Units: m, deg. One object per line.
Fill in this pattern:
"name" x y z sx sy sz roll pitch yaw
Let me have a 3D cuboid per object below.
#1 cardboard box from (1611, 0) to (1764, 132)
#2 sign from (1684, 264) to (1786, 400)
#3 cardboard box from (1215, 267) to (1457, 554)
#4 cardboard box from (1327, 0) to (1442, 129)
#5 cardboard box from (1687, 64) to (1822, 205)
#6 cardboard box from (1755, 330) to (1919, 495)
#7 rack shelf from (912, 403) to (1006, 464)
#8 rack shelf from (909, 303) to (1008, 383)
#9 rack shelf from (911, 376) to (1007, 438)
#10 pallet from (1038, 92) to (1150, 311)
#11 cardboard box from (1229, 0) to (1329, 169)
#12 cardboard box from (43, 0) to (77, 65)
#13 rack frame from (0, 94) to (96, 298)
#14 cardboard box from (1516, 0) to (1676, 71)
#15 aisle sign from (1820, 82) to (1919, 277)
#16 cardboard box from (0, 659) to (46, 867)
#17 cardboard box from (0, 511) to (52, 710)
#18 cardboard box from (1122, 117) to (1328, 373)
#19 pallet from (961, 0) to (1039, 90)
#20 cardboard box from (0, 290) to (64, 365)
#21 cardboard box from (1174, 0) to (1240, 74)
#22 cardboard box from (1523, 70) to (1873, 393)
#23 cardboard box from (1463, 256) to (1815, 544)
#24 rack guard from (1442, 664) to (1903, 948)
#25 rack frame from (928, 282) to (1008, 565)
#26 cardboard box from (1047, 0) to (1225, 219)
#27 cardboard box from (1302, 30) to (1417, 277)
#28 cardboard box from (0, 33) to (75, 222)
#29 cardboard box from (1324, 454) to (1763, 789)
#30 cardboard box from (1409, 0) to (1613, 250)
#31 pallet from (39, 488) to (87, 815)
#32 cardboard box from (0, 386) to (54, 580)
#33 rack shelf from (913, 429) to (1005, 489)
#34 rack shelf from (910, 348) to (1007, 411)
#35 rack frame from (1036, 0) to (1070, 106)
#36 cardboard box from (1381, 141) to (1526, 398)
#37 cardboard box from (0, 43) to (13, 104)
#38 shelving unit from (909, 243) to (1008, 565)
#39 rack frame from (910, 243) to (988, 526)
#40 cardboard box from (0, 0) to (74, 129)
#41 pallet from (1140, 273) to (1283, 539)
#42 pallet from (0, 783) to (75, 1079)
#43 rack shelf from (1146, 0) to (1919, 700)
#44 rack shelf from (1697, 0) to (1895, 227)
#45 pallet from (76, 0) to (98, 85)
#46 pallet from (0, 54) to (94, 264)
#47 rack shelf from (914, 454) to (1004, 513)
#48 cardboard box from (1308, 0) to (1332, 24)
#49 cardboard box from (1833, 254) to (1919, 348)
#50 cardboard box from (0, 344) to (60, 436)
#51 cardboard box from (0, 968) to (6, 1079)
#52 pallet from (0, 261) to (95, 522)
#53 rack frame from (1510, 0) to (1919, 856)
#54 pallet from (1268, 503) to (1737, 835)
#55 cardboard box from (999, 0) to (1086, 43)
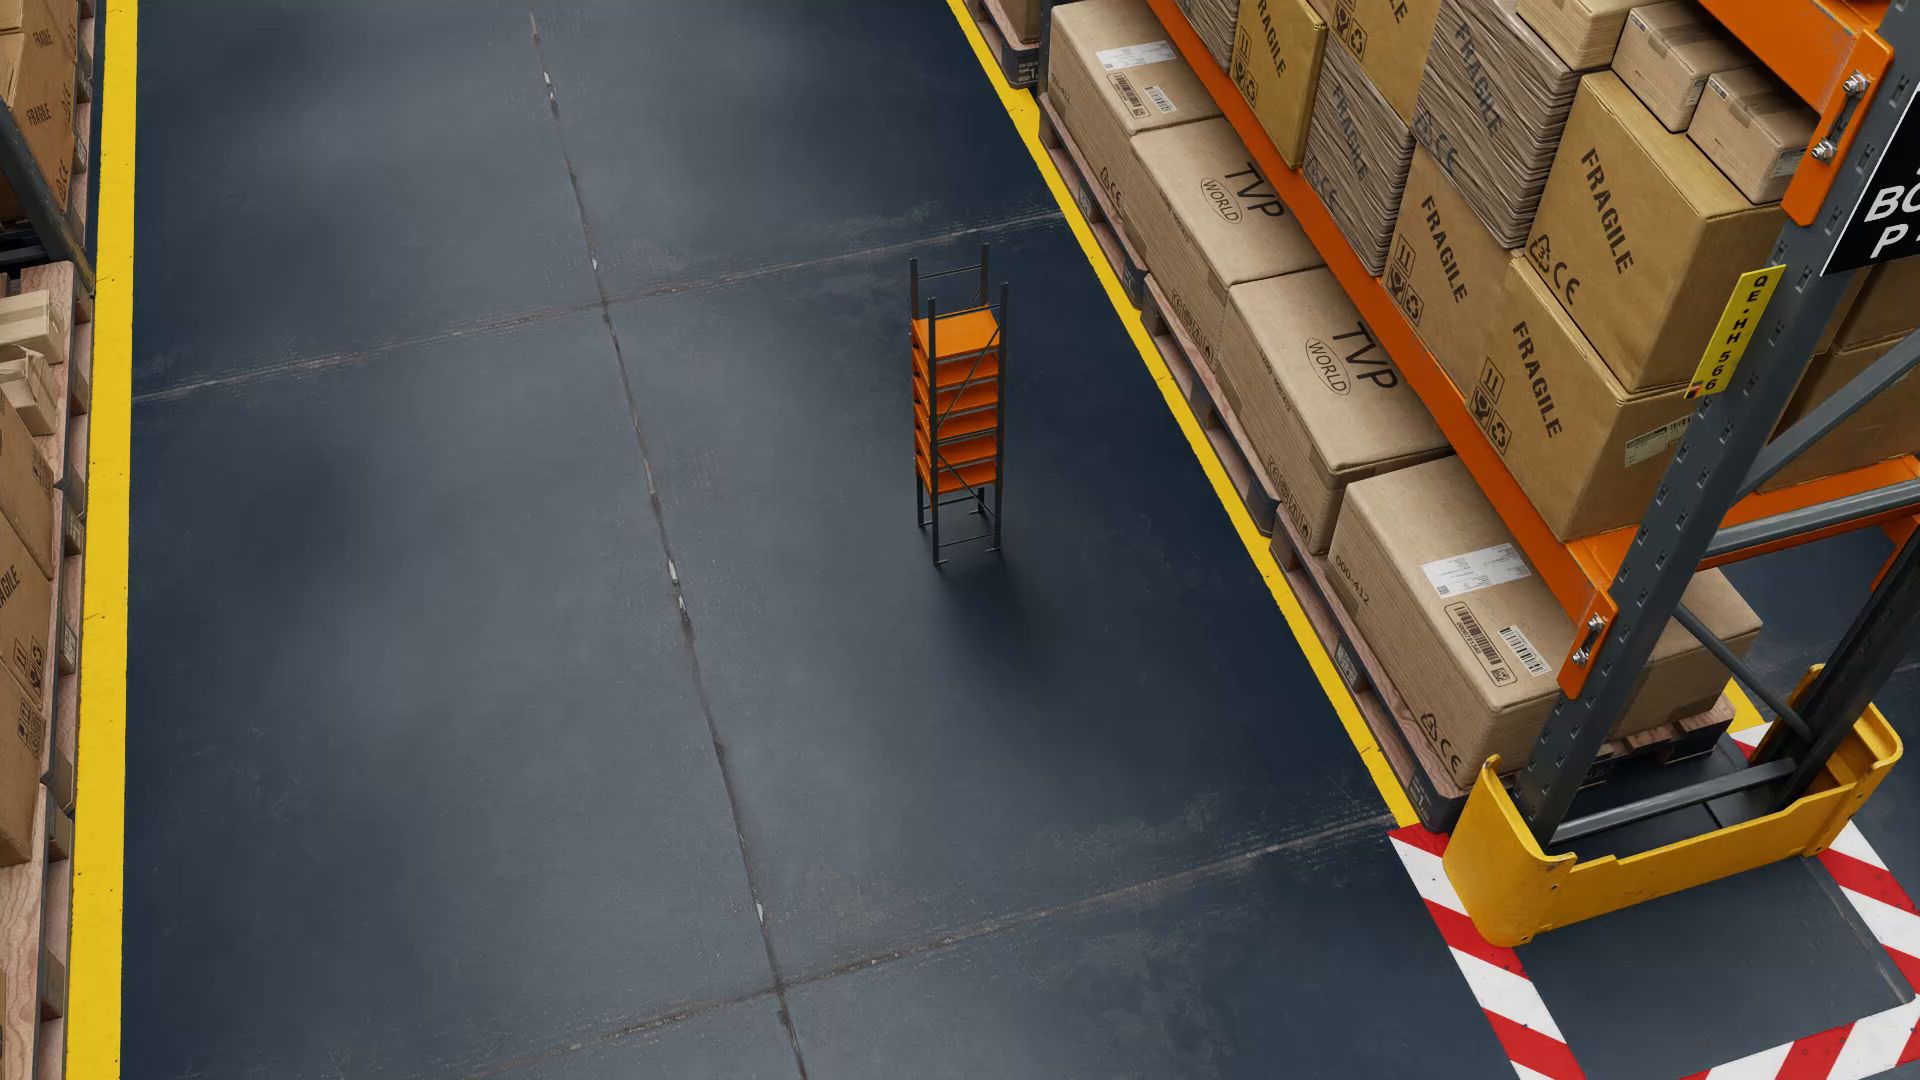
"cardboard box" 1.622 -1.020 3.505 0.380 0.149 0.250 -12 51 -10
"sign" 1.495 -0.397 3.211 0.100 0.325 0.005 -13 51 -11
"cardboard box" 1.448 -0.496 5.607 0.875 0.438 0.875 -12 51 -10
"cardboard box" 1.322 -1.450 4.291 0.500 0.500 0.500 -14 51 -11
"cardboard box" 1.720 -0.840 3.353 0.380 0.149 0.250 -13 51 -10
"cardboard box" 2.150 -0.508 4.151 0.500 0.500 0.500 -14 51 -11
"rack shelf" -0.004 -0.369 5.334 0.258 0.103 0.180 -13 51 -11
"rack shelf" -0.004 -0.601 5.059 0.258 0.103 0.180 -13 51 -11
"rack shelf" -0.004 -0.446 5.242 0.258 0.103 0.180 -13 51 -11
"pallet" 0.985 -1.510 6.885 1.003 0.211 1.213 -13 51 -11
"cardboard box" 1.162 -1.502 4.989 0.500 0.500 0.500 -12 51 -10
"cardboard box" -4.144 -2.343 7.123 0.500 0.500 0.500 -15 51 -12
"rack frame" -3.906 -1.856 5.353 1.000 3.000 0.127 -13 51 -11
"cardboard box" 1.466 -1.190 3.648 0.380 0.149 0.250 -14 51 -11
"aisle sign" 1.743 -0.775 2.741 0.394 0.787 0.004 -13 51 -11
"cardboard box" -3.029 0.634 4.614 0.700 0.500 0.500 -11 51 -9
"cardboard box" -3.090 0.225 4.958 0.500 0.500 0.500 -12 51 -10
"cardboard box" 1.183 -1.154 6.162 0.875 0.438 0.875 -15 51 -12
"pallet" 0.535 -2.629 7.828 1.003 0.211 1.213 -13 51 -11
"cardboard box" -3.460 -0.732 5.996 0.380 0.149 0.250 -15 51 -12
"cardboard box" 1.009 -1.879 5.306 0.500 0.500 0.500 -13 51 -11
"cardboard box" 1.648 -0.713 3.670 0.500 0.500 0.500 -12 51 -10
"cardboard box" 1.622 -0.385 4.047 0.500 0.500 0.500 -13 51 -11
"rack guard" 2.025 0.763 4.780 1.175 0.500 0.348 -13 51 -11
"rack frame" 0.023 -0.330 5.244 0.240 1.200 0.006 -13 51 -11
"cardboard box" 0.918 -1.808 6.714 0.875 0.438 0.875 -14 51 -12
"cardboard box" 1.327 -1.128 4.674 0.500 0.500 0.500 -12 51 -10
"cardboard box" -3.834 -1.590 6.489 0.500 0.500 0.500 -11 51 -9
"cardboard box" 1.727 0.171 5.045 0.875 0.438 0.875 -15 51 -12
"cardboard box" 1.465 -1.088 3.986 0.500 0.500 0.500 -13 51 -11
"pallet" -3.339 0.437 5.244 1.003 0.211 1.213 -13 51 -11
"cardboard box" -3.336 -0.124 5.253 0.700 0.500 0.500 -15 52 -12
"rack shelf" -0.004 -0.291 5.426 0.258 0.103 0.180 -13 51 -11
"rack shelf" -0.004 -0.523 5.151 0.258 0.103 0.180 -13 51 -11
"rack frame" 0.835 -2.982 6.302 1.000 3.000 0.127 -13 51 -11
"cardboard box" 1.488 -0.755 4.359 0.500 0.500 0.500 -14 51 -12
"cardboard box" -3.758 -1.717 6.172 0.380 0.149 0.250 -11 51 -9
"shelving unit" -0.004 -0.397 5.300 0.258 1.200 0.189 -13 51 -11
"rack frame" -0.031 -0.464 5.357 0.240 1.200 0.006 -13 51 -11
"cardboard box" -4.001 -1.977 6.815 0.500 0.500 0.500 -14 51 -11
"pallet" 1.349 -0.617 6.132 1.003 0.211 1.213 -13 51 -11
"pallet" -2.982 1.326 4.494 1.003 0.211 1.213 -13 51 -11
"rack shelf" 1.426 -1.289 5.345 1.077 0.370 4.000 -13 51 -11
"rack shelf" 1.426 -2.256 4.198 1.077 0.370 4.000 -13 51 -11
"pallet" -4.547 -2.436 7.665 1.003 0.211 1.213 -13 51 -11
"pallet" -4.182 -1.543 6.913 1.003 0.211 1.213 -13 51 -11
"rack shelf" -0.004 -0.214 5.518 0.258 0.103 0.180 -13 51 -11
"cardboard box" 1.175 -1.818 4.601 0.500 0.500 0.500 -14 51 -11
"cardboard box" 2.148 -0.830 3.768 0.500 0.500 0.500 -14 51 -12
"cardboard box" -3.355 -0.509 5.731 0.396 0.266 0.258 -12 51 -10
"cardboard box" -2.813 1.266 4.079 0.797 0.503 0.637 -15 52 -12
"pallet" -3.704 -0.456 5.996 1.003 0.211 1.213 -13 51 -11
"rack frame" 2.018 -0.060 3.839 1.000 3.000 0.127 -13 51 -11
"pallet" 1.707 0.272 5.382 1.003 0.211 1.213 -13 51 -11
"cardboard box" 0.575 -2.867 7.320 0.875 0.875 0.875 -12 51 -10
